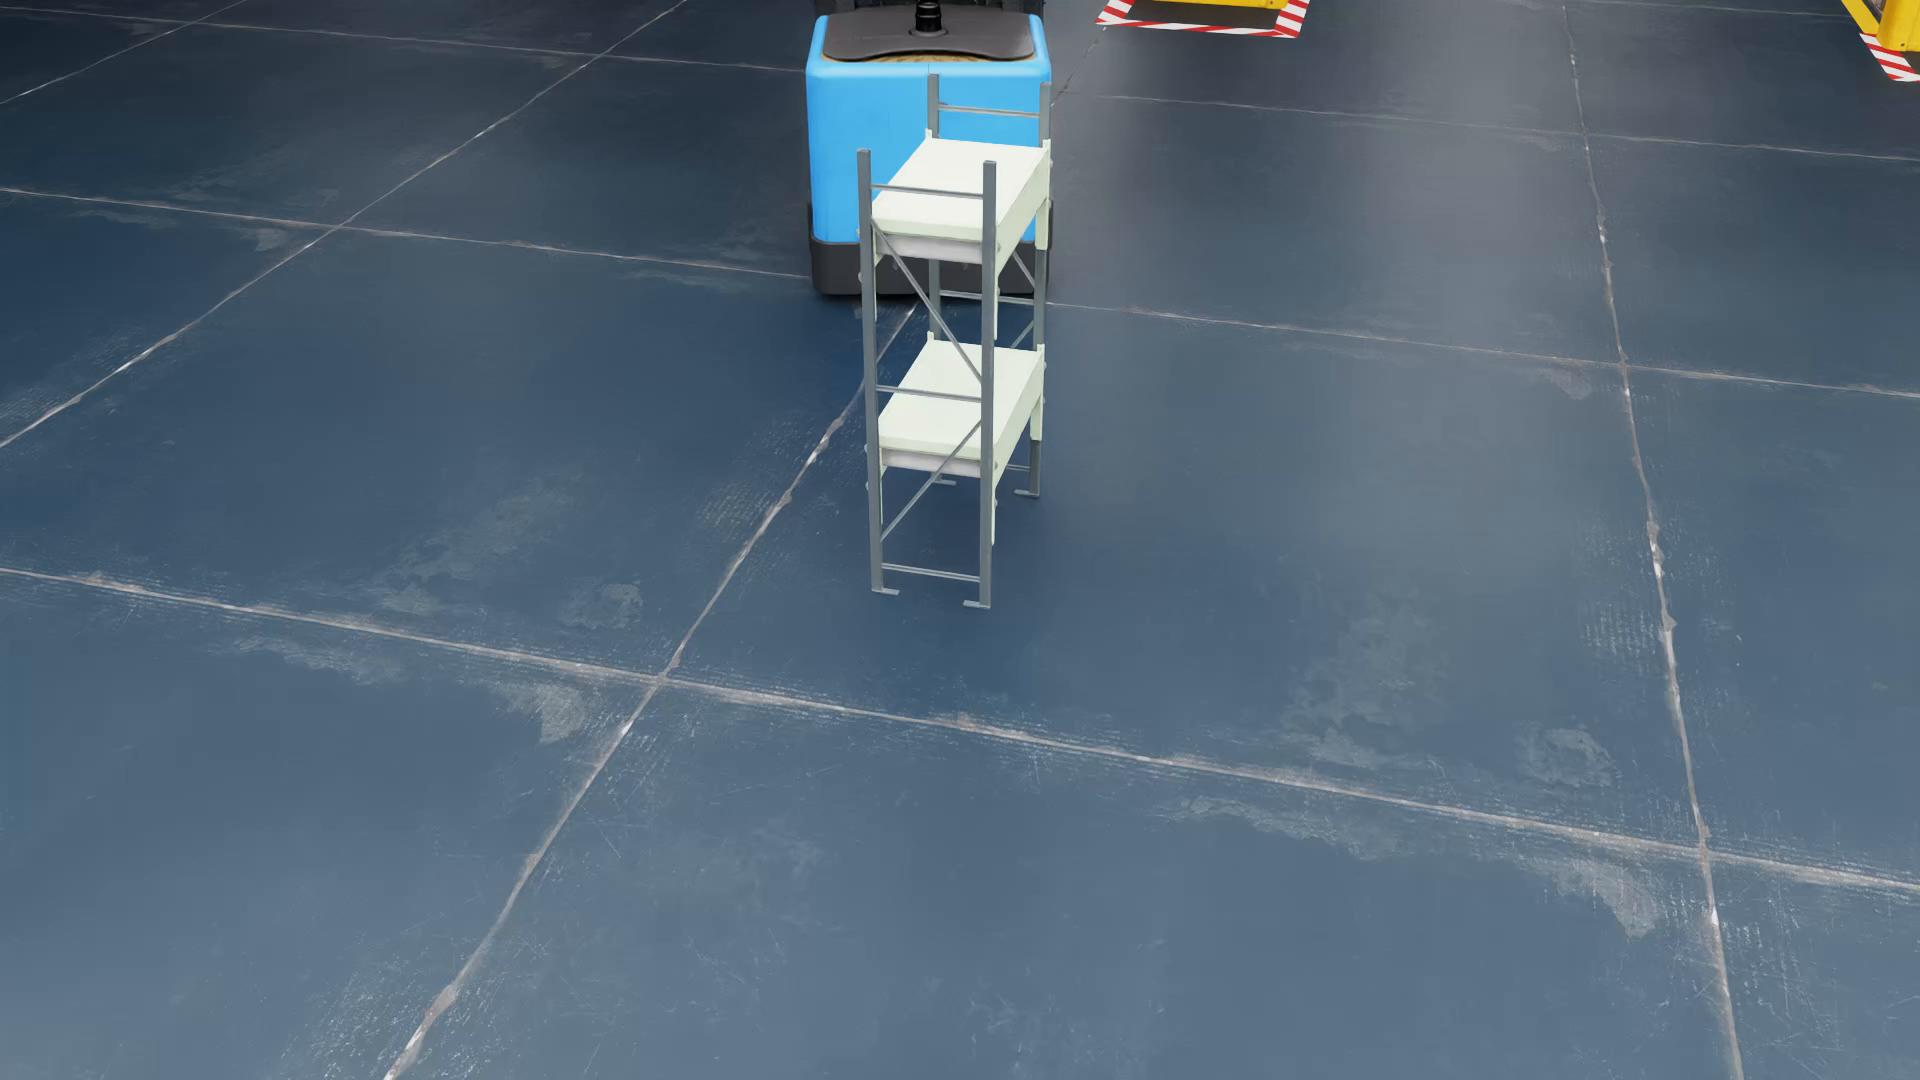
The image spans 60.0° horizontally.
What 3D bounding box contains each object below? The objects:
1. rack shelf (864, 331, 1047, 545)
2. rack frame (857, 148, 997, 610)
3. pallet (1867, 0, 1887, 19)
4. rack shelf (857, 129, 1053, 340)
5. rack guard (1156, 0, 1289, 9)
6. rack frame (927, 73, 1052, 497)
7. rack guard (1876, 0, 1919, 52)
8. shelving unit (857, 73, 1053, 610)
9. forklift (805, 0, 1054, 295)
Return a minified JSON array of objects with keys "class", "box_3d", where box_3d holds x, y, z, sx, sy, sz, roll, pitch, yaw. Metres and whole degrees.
[{"class":"rack shelf","box_3d":[-0.002,-0.354,5.517,0.431,0.370,0.720,8,33,12]},{"class":"rack frame","box_3d":[-0.095,-0.440,5.043,0.400,1.500,0.023,8,33,12]},{"class":"pallet","box_3d":[6.809,-3.675,11.334,1.003,0.211,1.213,8,33,12]},{"class":"rack shelf","box_3d":[-0.002,-0.959,5.133,0.431,0.370,0.720,8,33,12]},{"class":"rack guard","box_3d":[1.733,-4.061,11.672,1.175,0.500,0.348,8,33,12]},{"class":"rack frame","box_3d":[0.091,-0.819,5.641,0.400,1.500,0.023,8,33,12]},{"class":"rack guard","box_3d":[6.569,-3.380,10.601,1.175,0.500,0.348,8,33,12]},{"class":"shelving unit","box_3d":[-0.002,-0.629,5.342,0.431,1.500,0.755,8,33,12]},{"class":"forklift","box_3d":[-0.152,-3.071,7.849,1.130,2.935,3.031,0,32,-1]}]
